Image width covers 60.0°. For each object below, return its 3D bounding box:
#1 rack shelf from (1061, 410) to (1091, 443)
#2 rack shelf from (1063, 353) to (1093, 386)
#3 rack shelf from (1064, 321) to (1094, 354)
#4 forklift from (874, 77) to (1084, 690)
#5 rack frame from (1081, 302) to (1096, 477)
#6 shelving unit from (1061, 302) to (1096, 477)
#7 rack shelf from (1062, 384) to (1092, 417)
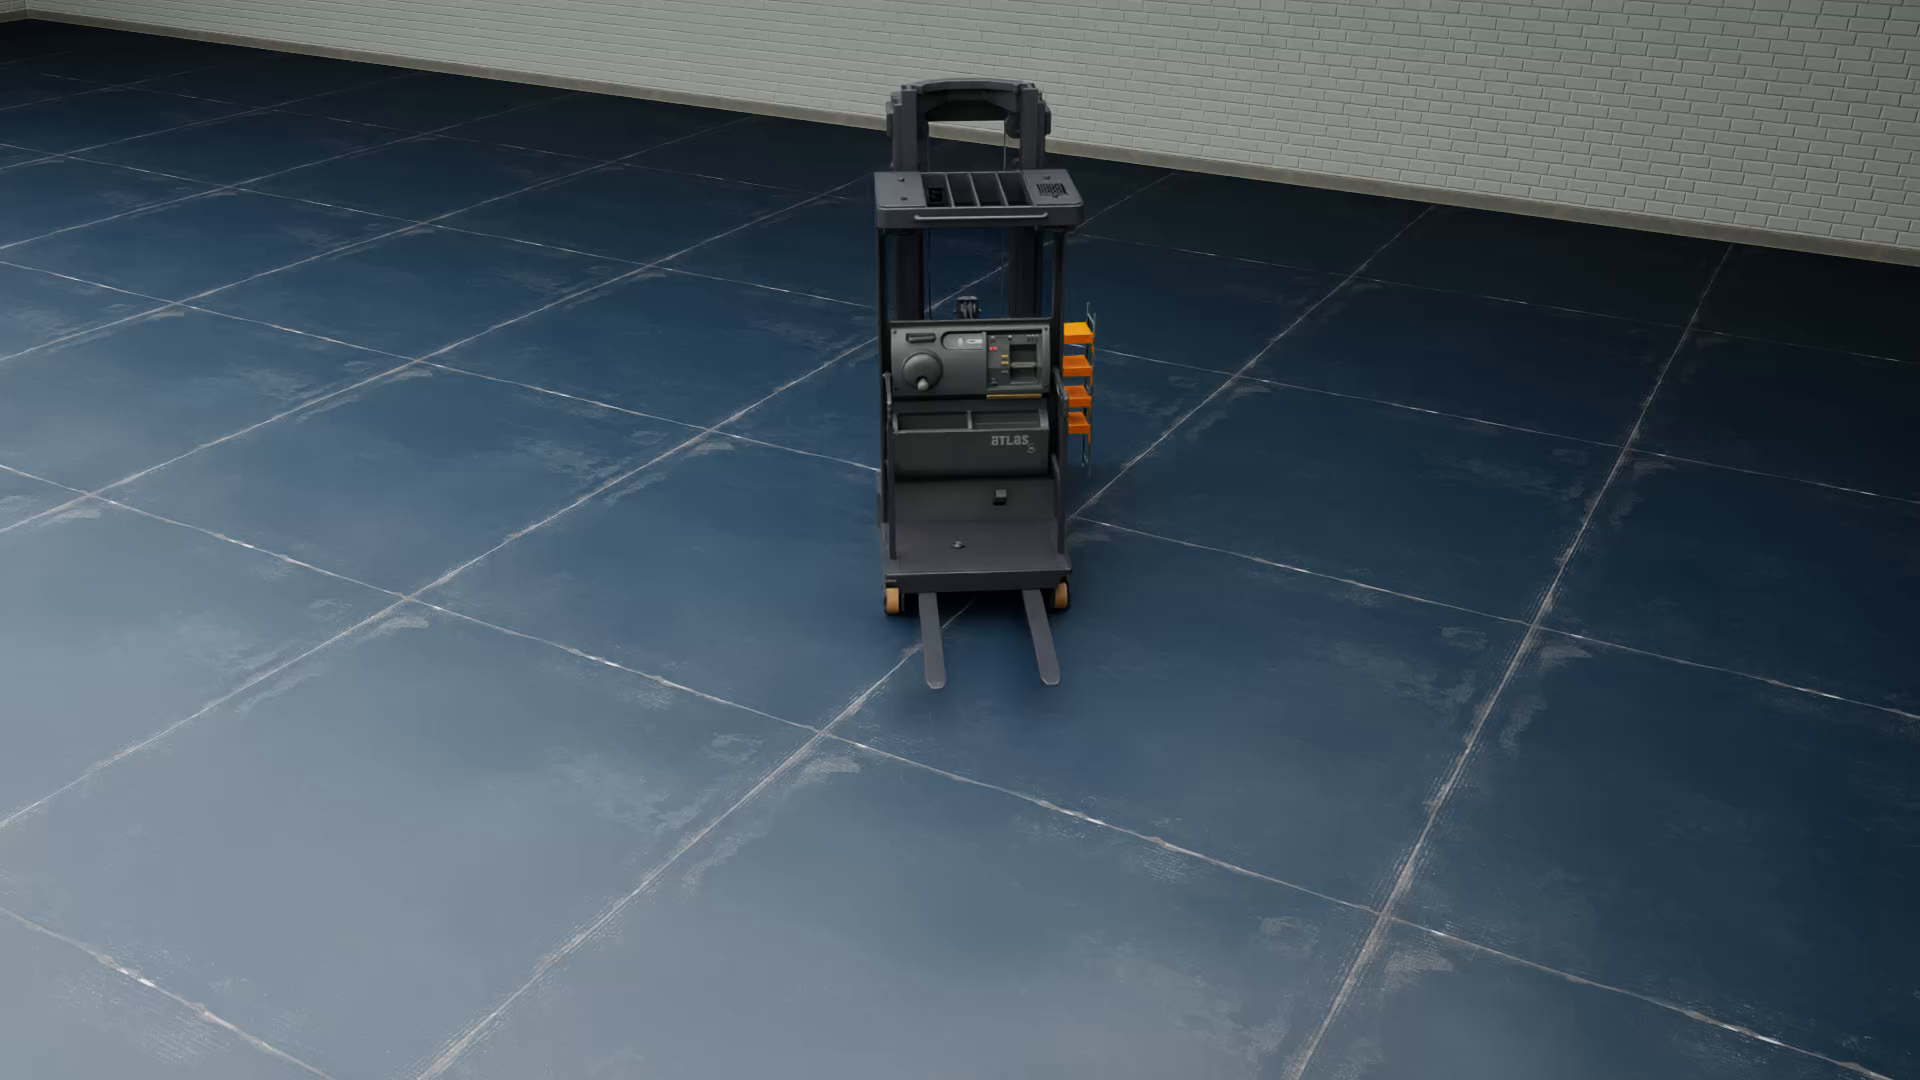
[{"bbox_3d":[0.646,-0.775,11.552,0.480,0.148,0.258,-3,27,-7],"label":"rack shelf"},{"bbox_3d":[0.646,-1.153,11.363,0.480,0.148,0.258,-3,27,-7],"label":"rack shelf"},{"bbox_3d":[0.646,-1.364,11.257,0.480,0.148,0.258,-3,27,-7],"label":"rack shelf"},{"bbox_3d":[0.080,-1.019,9.511,1.130,2.935,3.031,-2,27,-4],"label":"forklift"},{"bbox_3d":[0.887,-1.027,11.461,0.015,1.200,0.240,-3,27,-7],"label":"rack frame"},{"bbox_3d":[0.646,-1.013,11.433,0.503,1.200,0.258,-3,27,-7],"label":"shelving unit"},{"bbox_3d":[0.646,-0.953,11.463,0.480,0.148,0.258,-3,27,-7],"label":"rack shelf"}]
